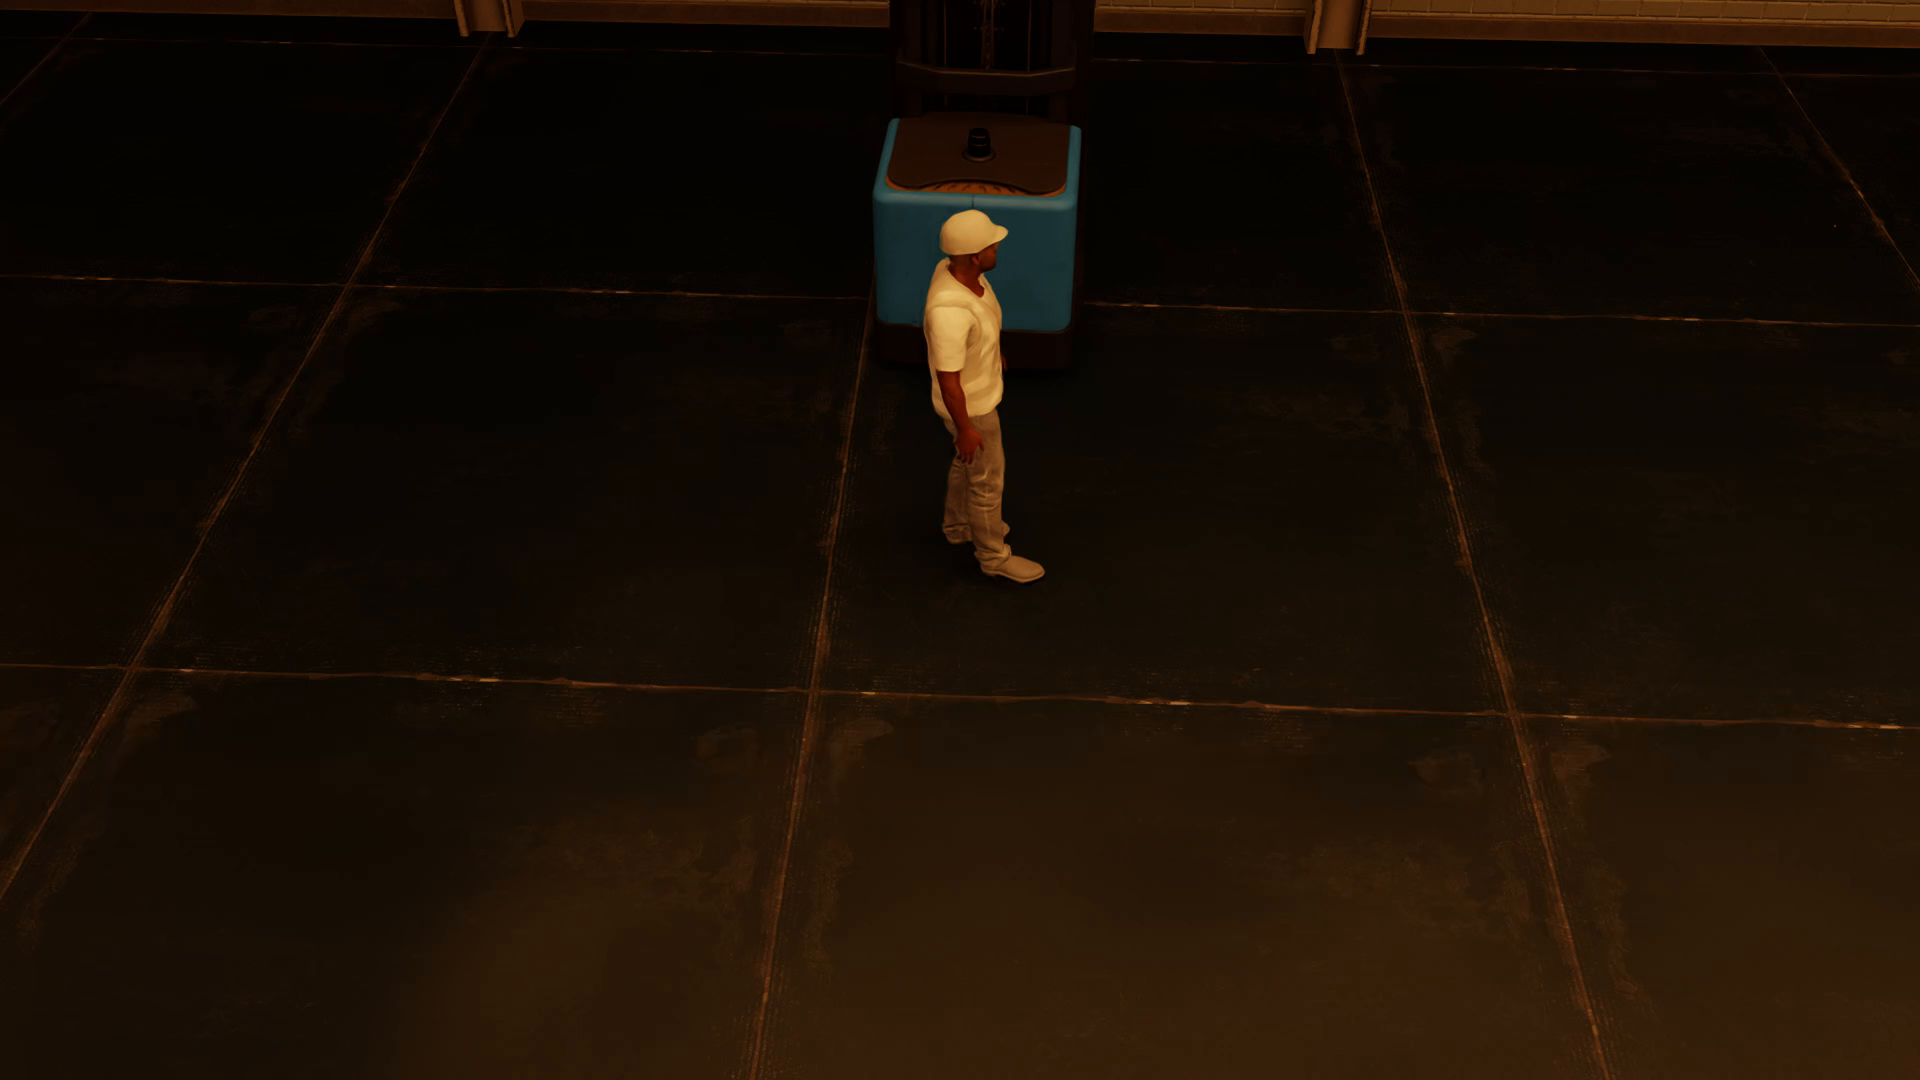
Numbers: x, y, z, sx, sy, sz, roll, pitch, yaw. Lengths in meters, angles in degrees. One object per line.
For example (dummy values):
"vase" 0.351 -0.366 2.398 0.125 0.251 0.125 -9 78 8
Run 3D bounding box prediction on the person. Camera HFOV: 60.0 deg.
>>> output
"person" 0.124 -0.653 7.329 0.554 1.763 0.703 1 42 1

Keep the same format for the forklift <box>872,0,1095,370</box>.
"forklift" 0.191 -2.968 8.993 1.130 2.935 3.031 3 42 4
